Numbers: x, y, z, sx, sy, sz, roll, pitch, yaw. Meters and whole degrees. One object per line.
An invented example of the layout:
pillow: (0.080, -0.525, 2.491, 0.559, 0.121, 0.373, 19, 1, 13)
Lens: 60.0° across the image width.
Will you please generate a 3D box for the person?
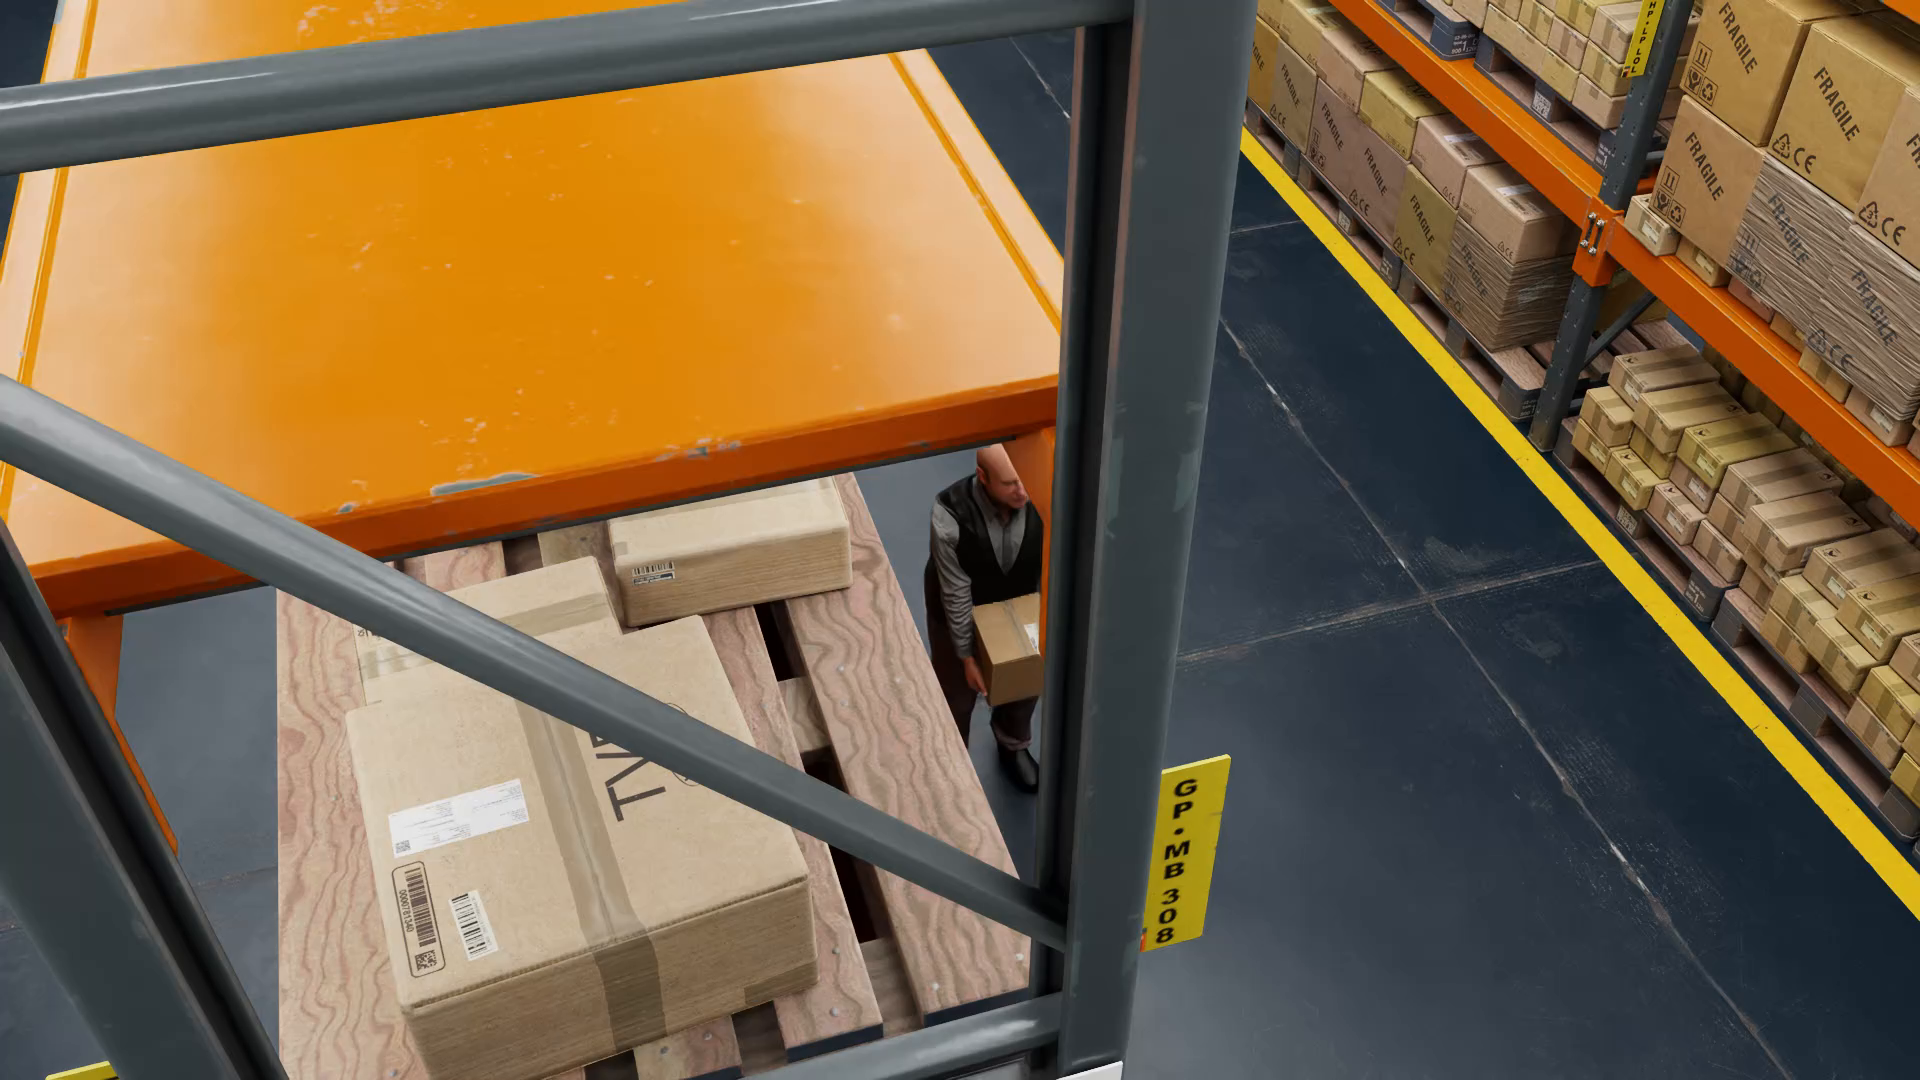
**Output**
person: (0.140, 0.307, 5.848, 0.487, 1.713, 0.577, -12, 43, -13)
